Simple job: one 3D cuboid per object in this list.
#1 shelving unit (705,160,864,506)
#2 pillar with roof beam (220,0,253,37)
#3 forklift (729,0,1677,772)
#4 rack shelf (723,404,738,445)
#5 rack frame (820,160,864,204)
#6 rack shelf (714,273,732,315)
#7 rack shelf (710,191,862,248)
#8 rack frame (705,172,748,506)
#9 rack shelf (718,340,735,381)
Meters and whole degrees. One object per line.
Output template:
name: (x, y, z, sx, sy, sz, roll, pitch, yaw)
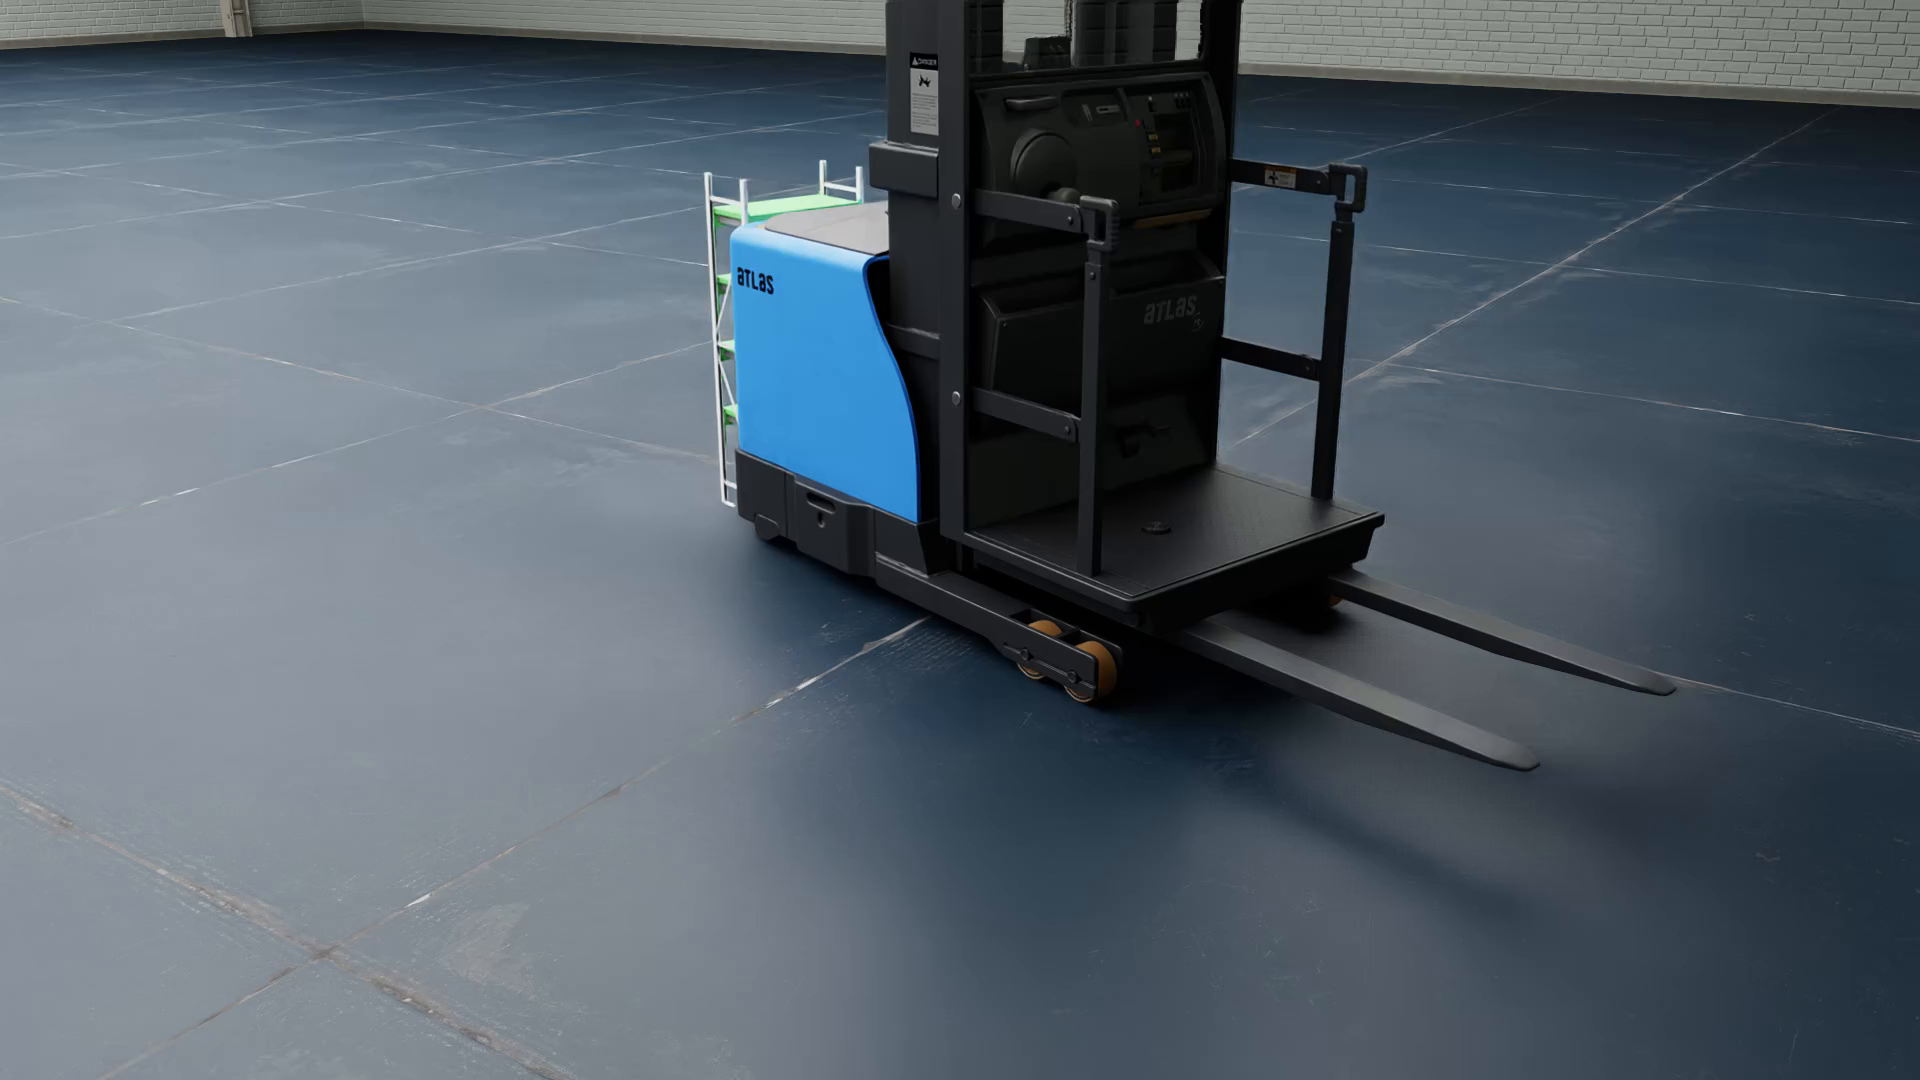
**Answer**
shelving unit: (-0.611, -0.726, 5.999, 0.503, 1.200, 0.258, -17, 26, -38)
pillar with roof beam: (-10.234, -13.013, 27.974, 9.100, 9.000, 0.400, 13, 24, 32)
forklift: (0.554, -1.126, 4.584, 1.130, 2.935, 3.031, -16, 26, -37)
rack shelf: (-0.611, -0.441, 6.104, 0.480, 0.148, 0.258, -17, 26, -38)
rack frame: (-0.425, -0.781, 6.147, 0.015, 1.200, 0.240, -17, 26, -38)
rack shelf: (-0.611, -0.891, 5.938, 0.480, 0.148, 0.258, -17, 26, -38)
rack shelf: (-0.611, -1.116, 5.854, 0.480, 0.148, 0.258, -17, 26, -38)
rack frame: (-0.796, -0.671, 5.850, 0.015, 1.200, 0.240, -17, 26, -38)
rack shelf: (-0.611, -0.666, 6.021, 0.480, 0.148, 0.258, -17, 26, -38)
